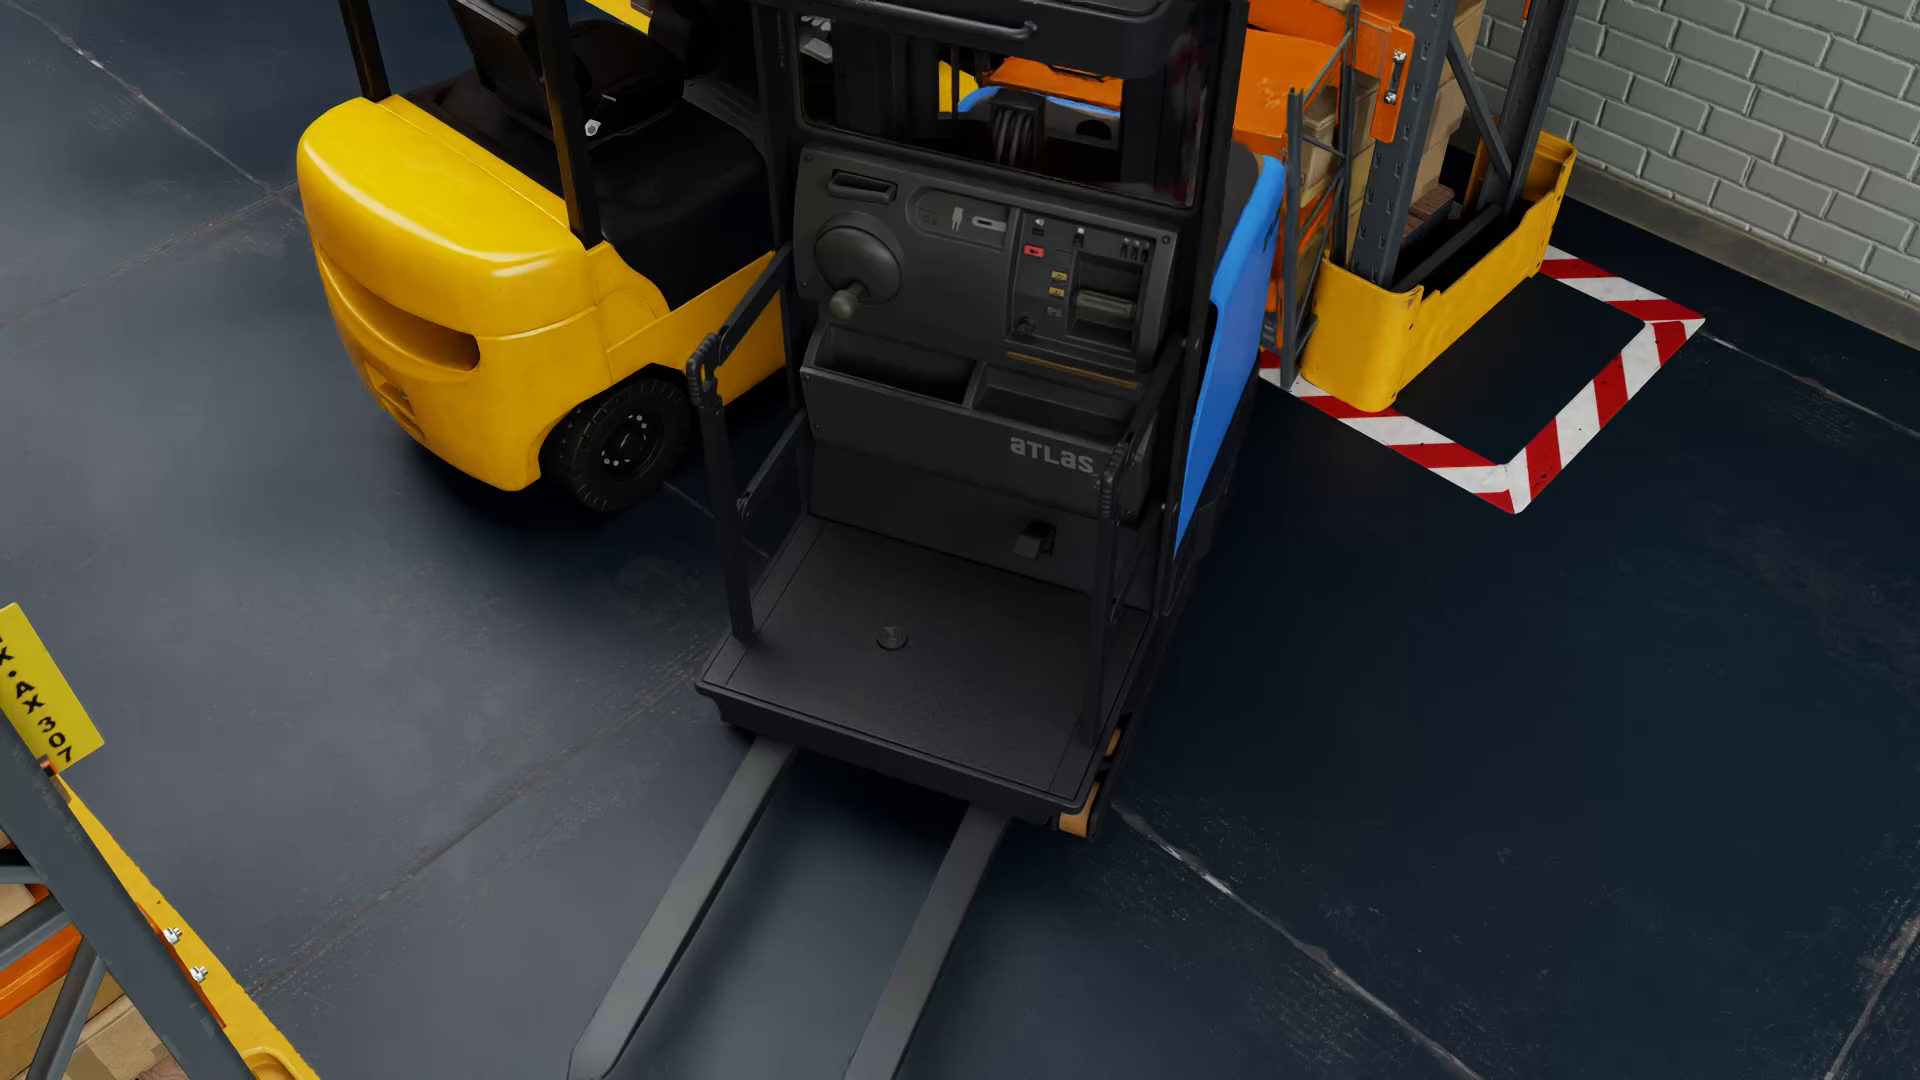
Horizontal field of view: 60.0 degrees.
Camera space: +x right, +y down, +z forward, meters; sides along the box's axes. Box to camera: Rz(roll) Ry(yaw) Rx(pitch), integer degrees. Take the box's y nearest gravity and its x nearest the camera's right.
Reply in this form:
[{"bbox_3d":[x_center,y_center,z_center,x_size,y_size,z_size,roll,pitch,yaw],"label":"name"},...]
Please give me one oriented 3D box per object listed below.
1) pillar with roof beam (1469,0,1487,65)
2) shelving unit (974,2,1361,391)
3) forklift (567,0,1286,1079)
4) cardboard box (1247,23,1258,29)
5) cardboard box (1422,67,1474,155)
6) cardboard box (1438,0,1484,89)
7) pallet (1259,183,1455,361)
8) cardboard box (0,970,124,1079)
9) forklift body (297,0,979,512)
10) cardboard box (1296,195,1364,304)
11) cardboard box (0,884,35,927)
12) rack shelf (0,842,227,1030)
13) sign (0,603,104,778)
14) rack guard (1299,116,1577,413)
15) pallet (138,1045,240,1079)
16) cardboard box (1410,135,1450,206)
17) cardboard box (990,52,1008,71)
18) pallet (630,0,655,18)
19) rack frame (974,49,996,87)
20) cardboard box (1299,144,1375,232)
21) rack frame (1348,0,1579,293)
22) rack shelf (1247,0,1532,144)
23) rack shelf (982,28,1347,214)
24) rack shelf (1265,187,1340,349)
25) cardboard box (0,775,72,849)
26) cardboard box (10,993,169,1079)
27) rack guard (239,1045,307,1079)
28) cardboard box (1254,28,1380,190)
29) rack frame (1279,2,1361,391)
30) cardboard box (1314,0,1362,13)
[{"bbox_3d":[-1.161,-2.424,1.354,0.400,9.000,9.100,34,55,28],"label":"pillar with roof beam"},{"bbox_3d":[0.677,-1.188,5.391,1.048,1.125,0.538,19,54,24],"label":"shelving unit"},{"bbox_3d":[-0.033,-0.557,3.762,1.130,2.935,3.031,16,49,14],"label":"forklift"},{"bbox_3d":[0.730,-1.705,5.705,0.500,0.250,0.500,35,56,28],"label":"cardboard box"},{"bbox_3d":[1.455,-1.567,5.919,0.500,0.250,0.500,35,56,28],"label":"cardboard box"},{"bbox_3d":[1.435,-1.734,5.733,0.500,0.250,0.500,33,55,27],"label":"cardboard box"},{"bbox_3d":[1.069,-1.251,6.280,1.213,0.211,1.003,34,55,28],"label":"pallet"},{"bbox_3d":[-2.127,0.793,3.531,0.500,0.500,0.500,32,55,27],"label":"cardboard box"},{"bbox_3d":[-0.971,-1.520,5.202,1.214,2.155,2.313,34,55,28],"label":"forklift body"},{"bbox_3d":[1.100,-1.116,5.838,0.500,0.250,0.500,34,56,28],"label":"cardboard box"},{"bbox_3d":[-1.814,0.618,2.784,0.250,0.149,0.380,34,55,28],"label":"cardboard box"},{"bbox_3d":[-3.174,0.068,3.622,4.000,0.370,1.077,34,55,28],"label":"rack shelf"},{"bbox_3d":[-1.337,0.224,2.388,0.005,0.325,0.100,34,55,28],"label":"sign"},{"bbox_3d":[1.677,-0.983,5.830,0.348,0.500,1.175,34,55,28],"label":"rack guard"},{"bbox_3d":[-2.333,1.307,3.878,1.213,0.211,1.003,34,55,28],"label":"pallet"},{"bbox_3d":[1.431,-1.400,6.105,0.500,0.250,0.500,34,56,28],"label":"cardboard box"},{"bbox_3d":[0.335,-1.795,6.133,0.500,0.250,0.500,33,55,27],"label":"cardboard box"},{"bbox_3d":[-0.724,-2.458,7.413,1.213,0.211,1.003,34,55,28],"label":"pallet"},{"bbox_3d":[0.237,-1.337,5.599,0.032,1.125,0.500,19,54,24],"label":"rack frame"},{"bbox_3d":[1.090,-1.297,5.665,0.500,0.250,0.500,33,55,27],"label":"cardboard box"},{"bbox_3d":[1.659,-1.850,4.930,0.127,3.000,1.000,34,55,28],"label":"rack frame"},{"bbox_3d":[0.190,-2.593,6.120,4.000,0.370,1.077,34,55,28],"label":"rack shelf"},{"bbox_3d":[0.641,-1.383,5.176,1.000,0.278,0.538,19,54,24],"label":"rack shelf"},{"bbox_3d":[0.707,-1.026,5.572,1.000,0.278,0.538,19,54,24],"label":"rack shelf"},{"bbox_3d":[-1.864,0.292,2.646,0.500,0.500,0.500,33,55,27],"label":"cardboard box"},{"bbox_3d":[-2.110,1.061,3.794,0.500,0.250,0.500,33,55,27],"label":"cardboard box"},{"bbox_3d":[-1.760,1.629,3.378,0.348,0.500,1.175,34,55,28],"label":"rack guard"},{"bbox_3d":[1.109,-1.455,5.471,0.500,0.250,0.500,36,56,29],"label":"cardboard box"},{"bbox_3d":[1.117,-1.040,5.184,0.032,1.125,0.500,19,54,24],"label":"rack frame"},{"bbox_3d":[1.120,-1.987,4.989,0.500,0.500,0.500,33,55,27],"label":"cardboard box"}]
